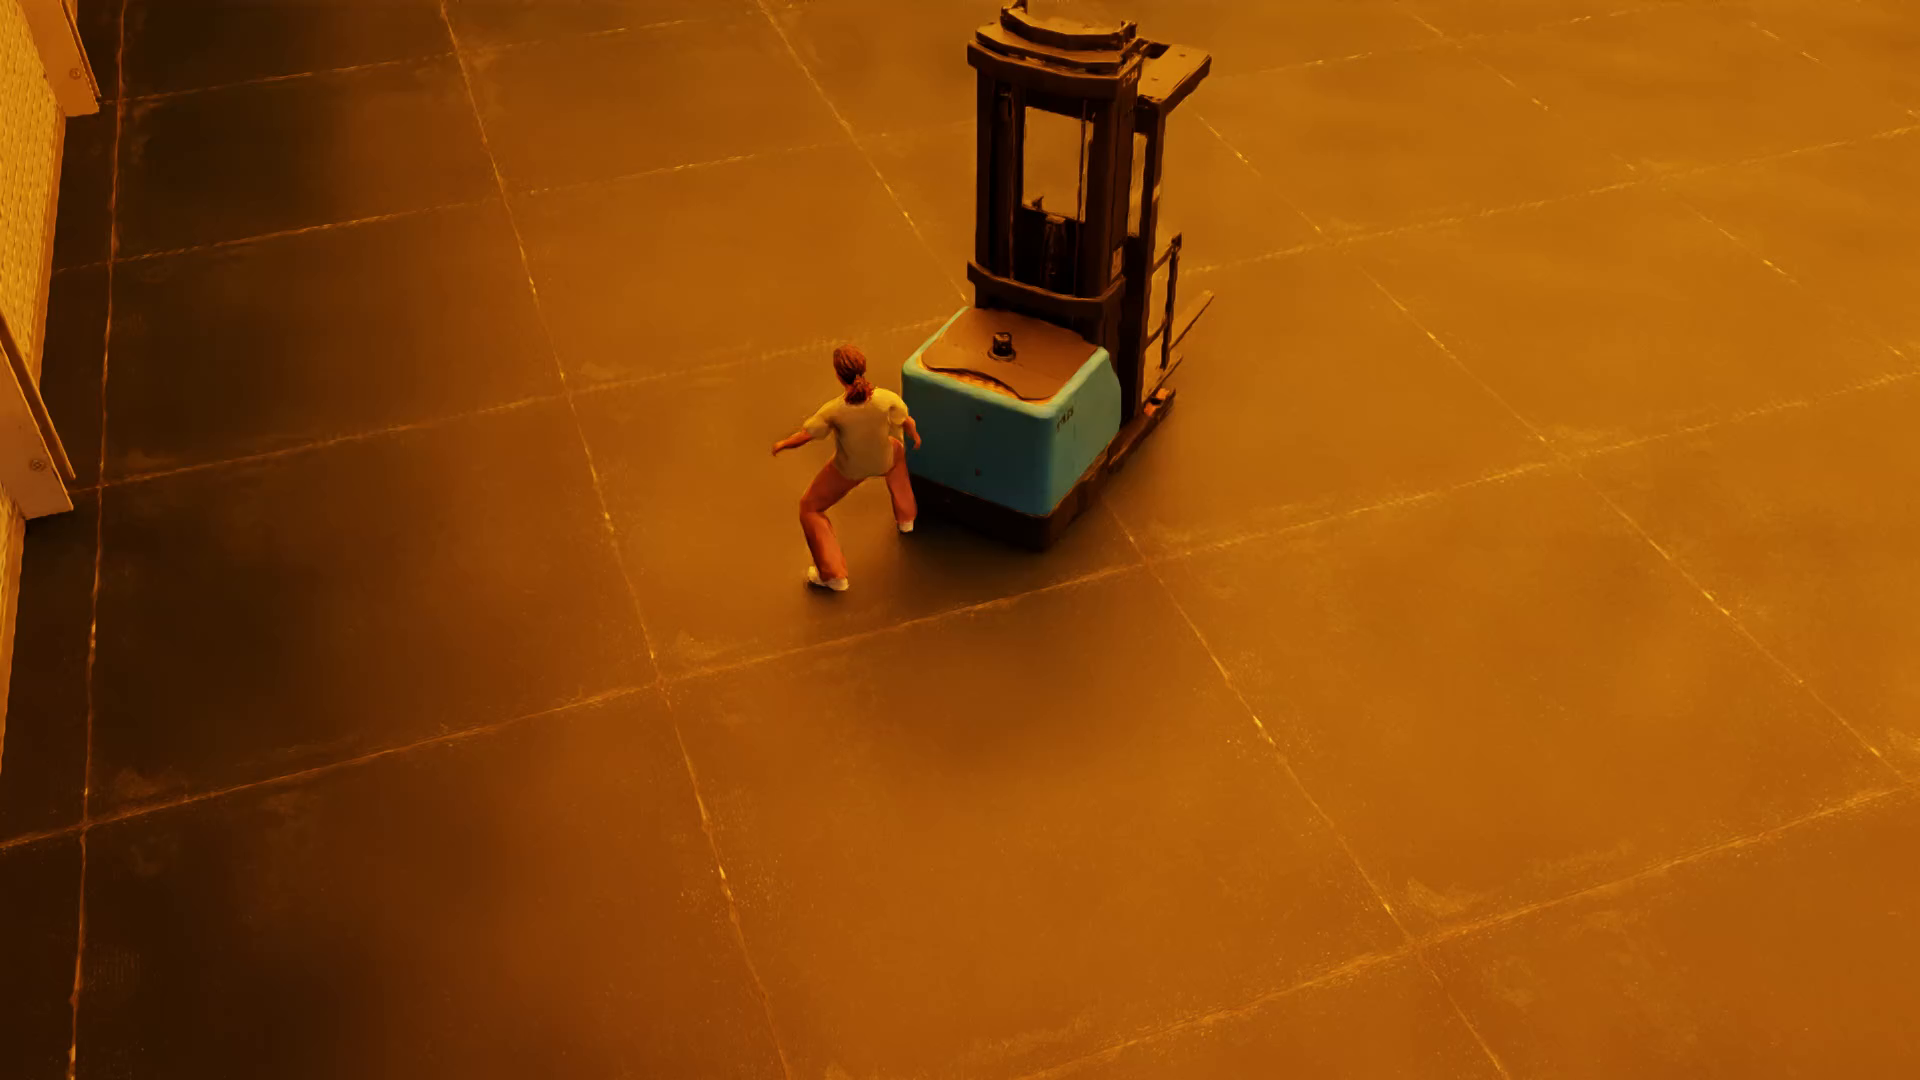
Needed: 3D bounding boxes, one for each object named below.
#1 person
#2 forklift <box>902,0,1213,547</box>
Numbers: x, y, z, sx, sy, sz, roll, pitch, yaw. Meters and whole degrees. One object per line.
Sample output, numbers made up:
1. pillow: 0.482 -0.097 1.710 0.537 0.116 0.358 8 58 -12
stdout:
1. person: -0.625 -0.496 9.665 0.874 1.510 0.688 -12 42 -14
2. forklift: 0.802 -2.009 10.389 1.130 2.935 3.031 20 44 22
